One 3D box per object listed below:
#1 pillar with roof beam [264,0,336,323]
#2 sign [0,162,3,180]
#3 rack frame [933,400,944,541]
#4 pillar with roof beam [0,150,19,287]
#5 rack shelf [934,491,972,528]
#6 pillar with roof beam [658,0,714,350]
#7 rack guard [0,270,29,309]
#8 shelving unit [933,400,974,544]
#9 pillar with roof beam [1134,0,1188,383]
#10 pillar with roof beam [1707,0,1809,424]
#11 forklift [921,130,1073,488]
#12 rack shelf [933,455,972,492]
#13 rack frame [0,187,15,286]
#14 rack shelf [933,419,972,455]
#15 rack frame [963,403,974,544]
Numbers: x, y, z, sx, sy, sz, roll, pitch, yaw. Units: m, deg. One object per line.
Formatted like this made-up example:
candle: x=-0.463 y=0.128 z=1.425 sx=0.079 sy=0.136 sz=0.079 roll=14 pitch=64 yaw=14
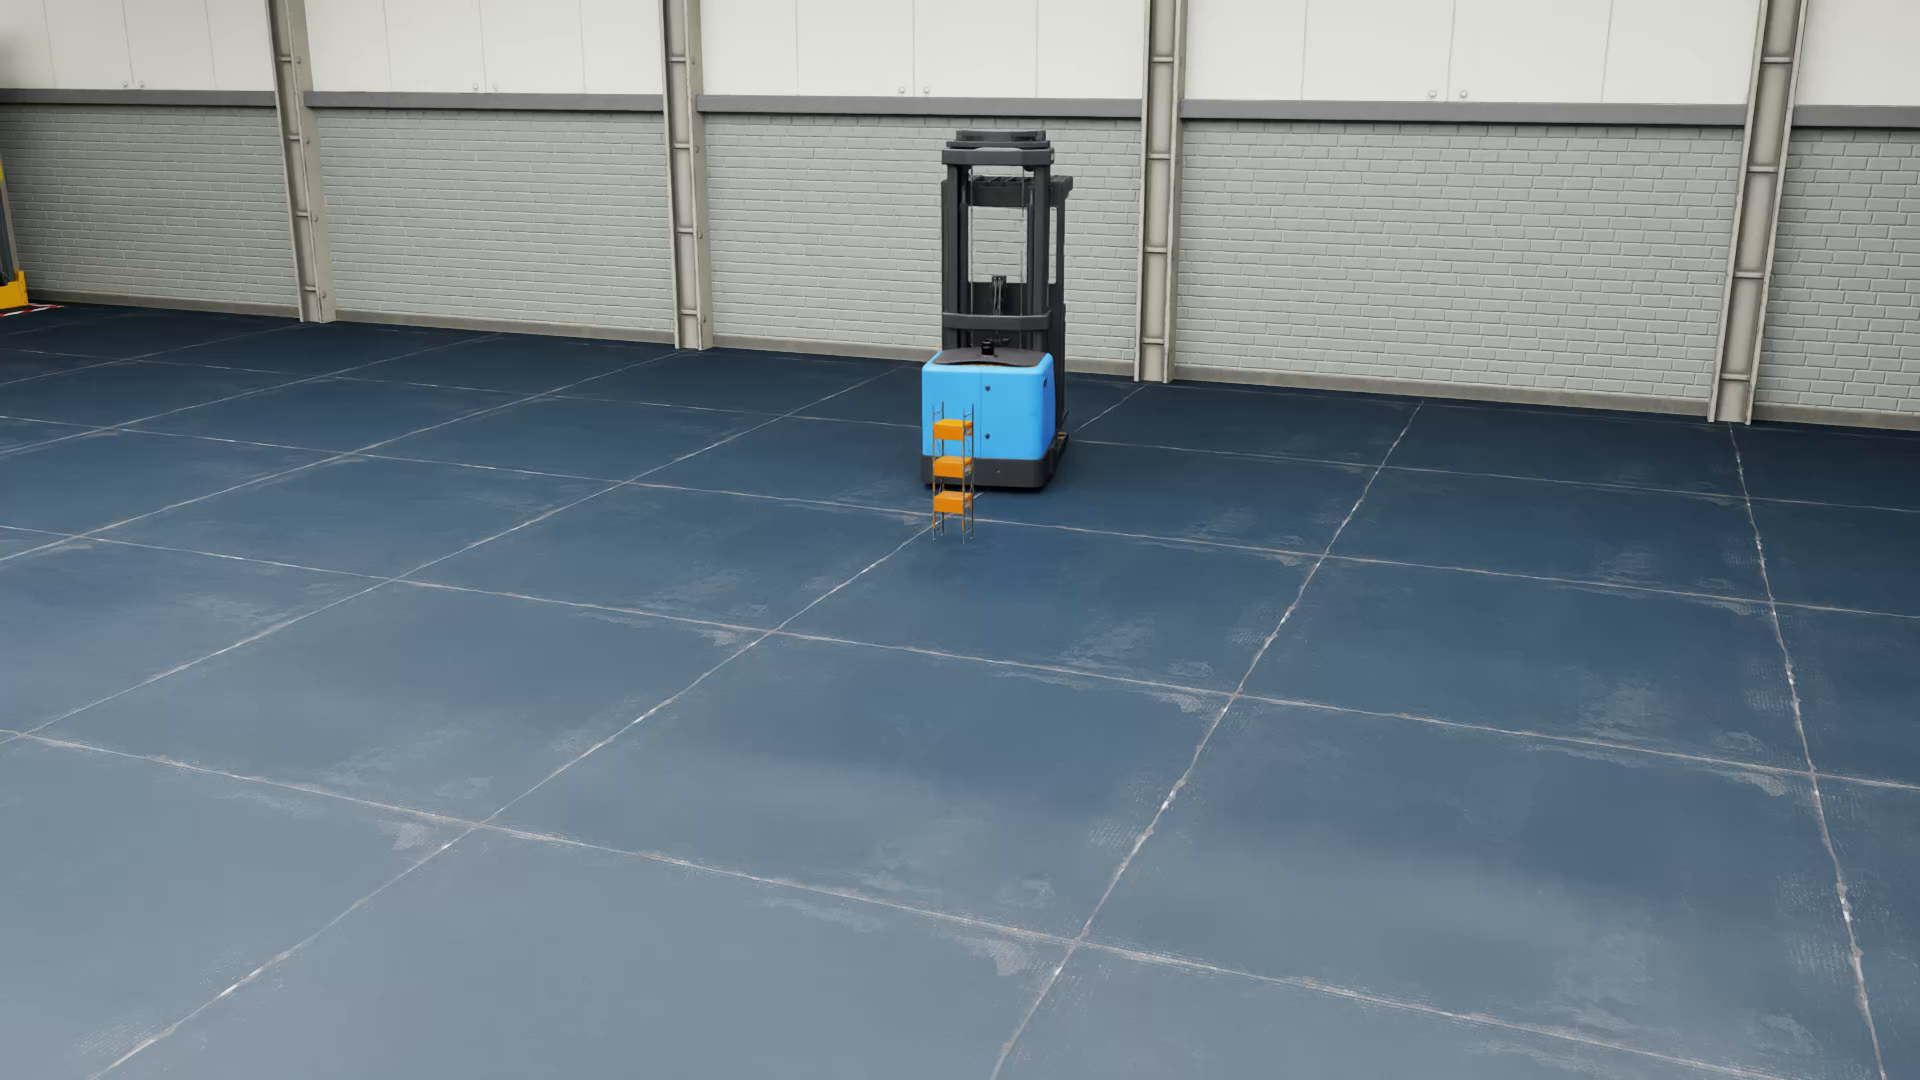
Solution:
pillar with roof beam: x=-10.527 y=-6.263 z=18.107 sx=0.400 sy=9.000 sz=9.100 roll=6 pitch=17 yaw=21
sign: x=-14.003 y=-5.405 z=24.215 sx=0.005 sy=0.325 sz=0.100 roll=6 pitch=17 yaw=21
rack frame: x=-0.163 y=-0.522 z=12.589 sx=0.008 sy=1.050 sz=0.200 roll=6 pitch=17 yaw=21
pillar with roof beam: x=-16.109 y=-6.877 z=20.221 sx=0.400 sy=9.000 sz=9.100 roll=6 pitch=17 yaw=21
rack shelf: x=-0.050 y=-0.233 z=12.627 sx=0.240 sy=0.259 sz=0.215 roll=6 pitch=17 yaw=21
pillar with roof beam: x=-4.946 y=-5.649 z=15.993 sx=0.400 sy=9.000 sz=9.100 roll=6 pitch=17 yaw=21
rack guard: x=-14.190 y=-3.605 z=24.193 sx=0.348 sy=0.500 sz=1.175 roll=6 pitch=17 yaw=21
shelving unit: x=-0.050 y=-0.510 z=12.546 sx=0.252 sy=1.050 sz=0.215 roll=6 pitch=17 yaw=21
pillar with roof beam: x=0.636 y=-5.036 z=13.879 sx=0.400 sy=9.000 sz=9.100 roll=6 pitch=17 yaw=21
pillar with roof beam: x=6.217 y=-4.422 z=11.765 sx=0.400 sy=9.000 sz=9.100 roll=6 pitch=17 yaw=21
forklift: x=0.419 y=-2.212 z=15.034 sx=1.130 sy=2.935 sz=3.031 roll=3 pitch=16 yaw=9
rack shelf: x=-0.050 y=-0.499 z=12.549 sx=0.240 sy=0.259 sz=0.215 roll=6 pitch=17 yaw=21
rack frame: x=-14.212 y=-4.807 z=23.853 sx=0.127 sy=3.000 sz=1.000 roll=6 pitch=17 yaw=21
rack shelf: x=-0.050 y=-0.772 z=12.470 sx=0.240 sy=0.259 sz=0.215 roll=6 pitch=17 yaw=21
rack frame: x=0.064 y=-0.497 z=12.503 sx=0.008 sy=1.050 sz=0.200 roll=6 pitch=17 yaw=21
